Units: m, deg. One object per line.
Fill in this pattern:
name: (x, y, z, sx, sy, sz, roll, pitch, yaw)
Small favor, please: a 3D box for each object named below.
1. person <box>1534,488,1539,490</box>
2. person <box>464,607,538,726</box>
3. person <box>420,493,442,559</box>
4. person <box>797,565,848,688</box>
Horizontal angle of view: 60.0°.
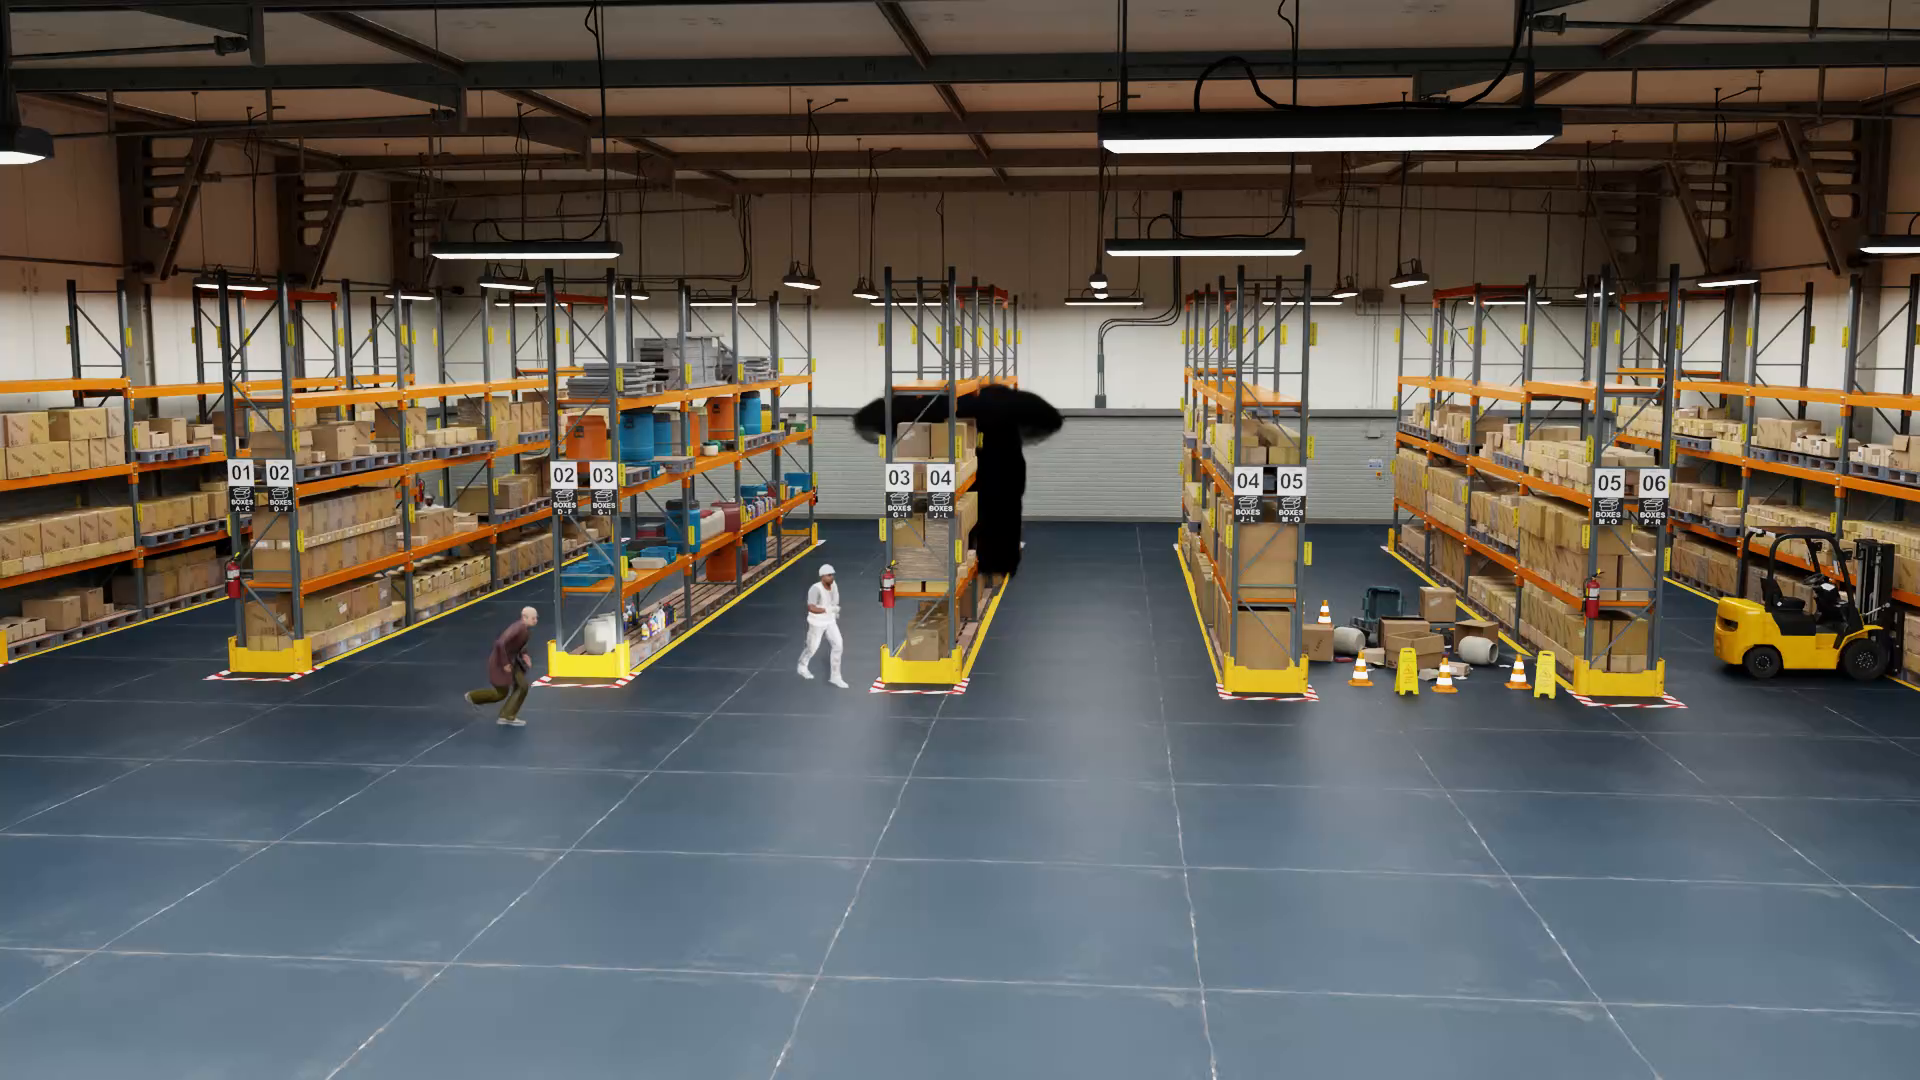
person: (13.104, -0.429, 37.482, 0.618, 1.729, 0.990, -3, 8, -24)
person: (-5.940, 1.632, 21.490, 1.059, 1.581, 0.717, 1, 7, 12)
person: (-11.276, -0.157, 35.629, 0.570, 1.741, 0.898, 1, 7, 11)
person: (-1.981, 1.217, 23.852, 0.707, 1.777, 0.981, -7, 10, -44)
